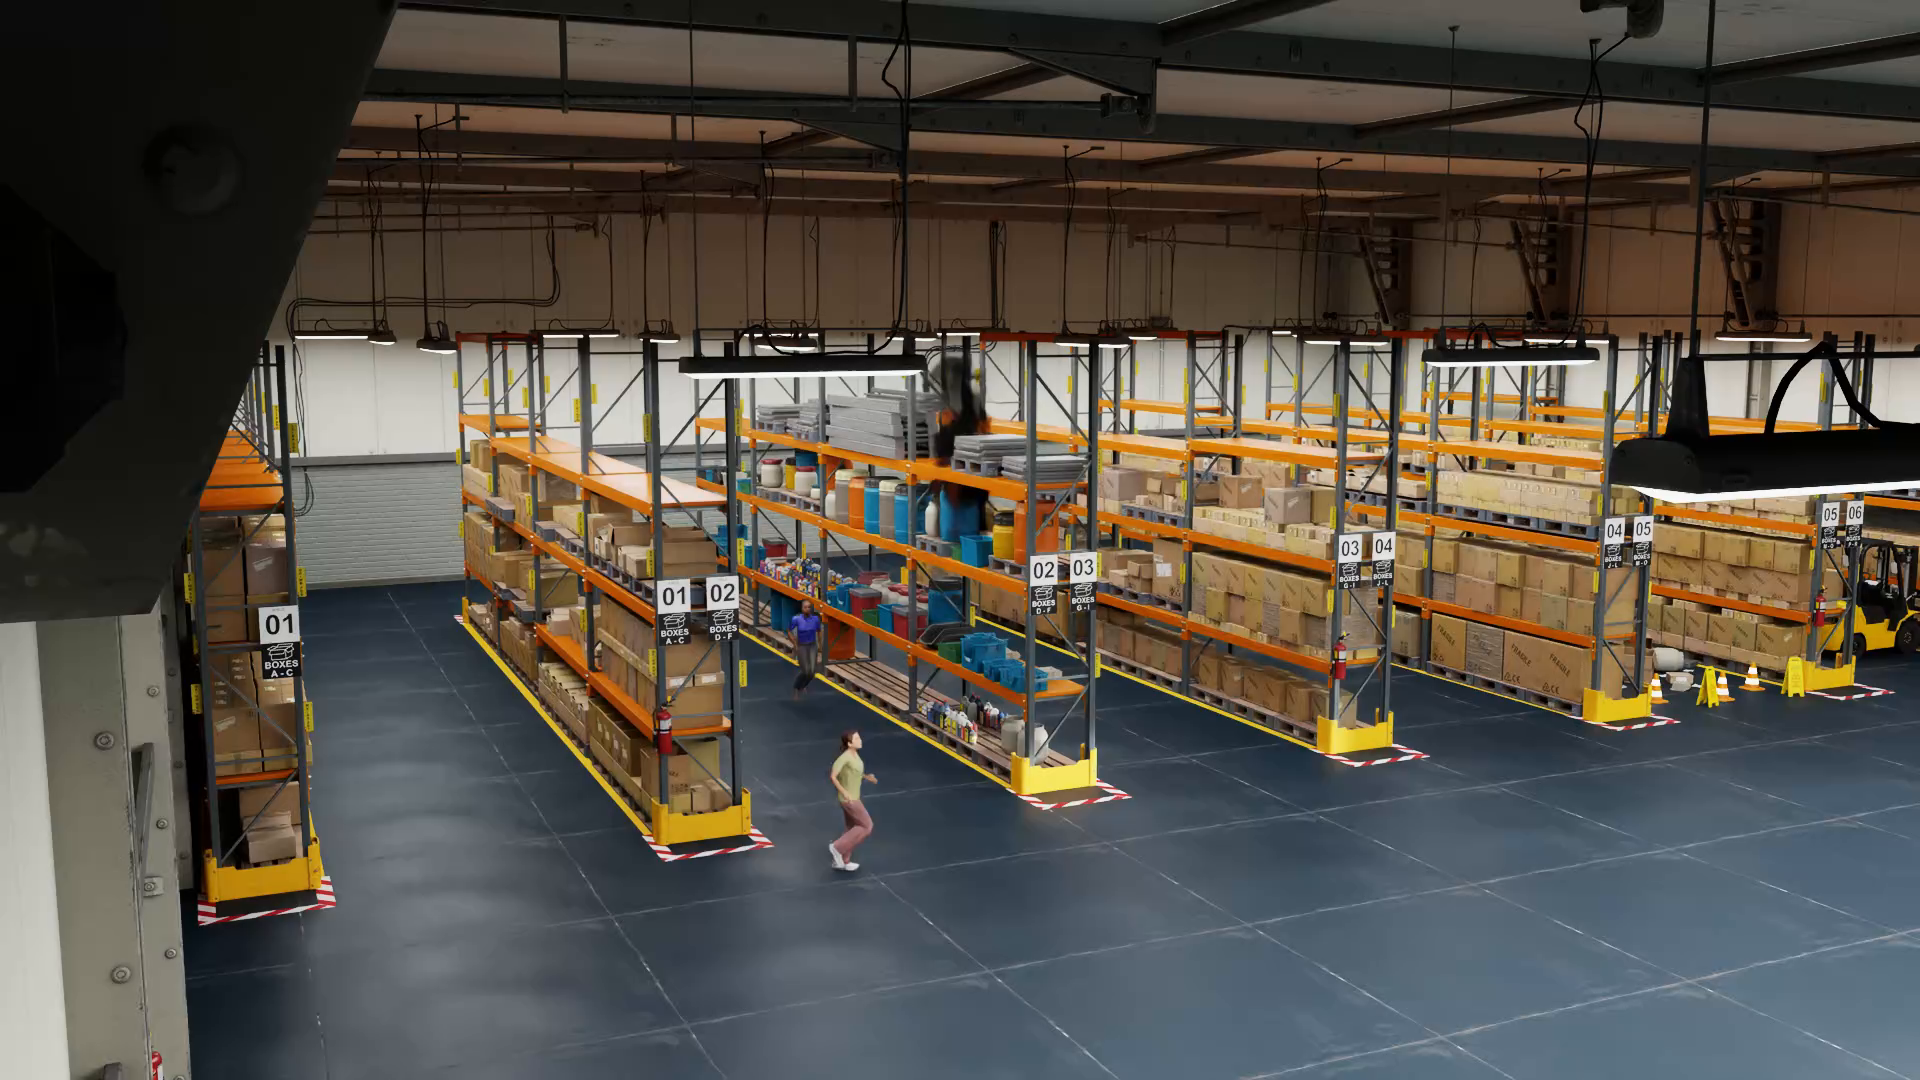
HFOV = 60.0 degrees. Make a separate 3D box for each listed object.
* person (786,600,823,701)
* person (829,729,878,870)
[{"bbox_3d":[-2.440,1.791,26.641,0.561,1.640,0.573,-4,9,-27],"label":"person"},{"bbox_3d":[-1.220,2.965,19.050,0.542,1.637,0.566,0,8,3],"label":"person"}]
